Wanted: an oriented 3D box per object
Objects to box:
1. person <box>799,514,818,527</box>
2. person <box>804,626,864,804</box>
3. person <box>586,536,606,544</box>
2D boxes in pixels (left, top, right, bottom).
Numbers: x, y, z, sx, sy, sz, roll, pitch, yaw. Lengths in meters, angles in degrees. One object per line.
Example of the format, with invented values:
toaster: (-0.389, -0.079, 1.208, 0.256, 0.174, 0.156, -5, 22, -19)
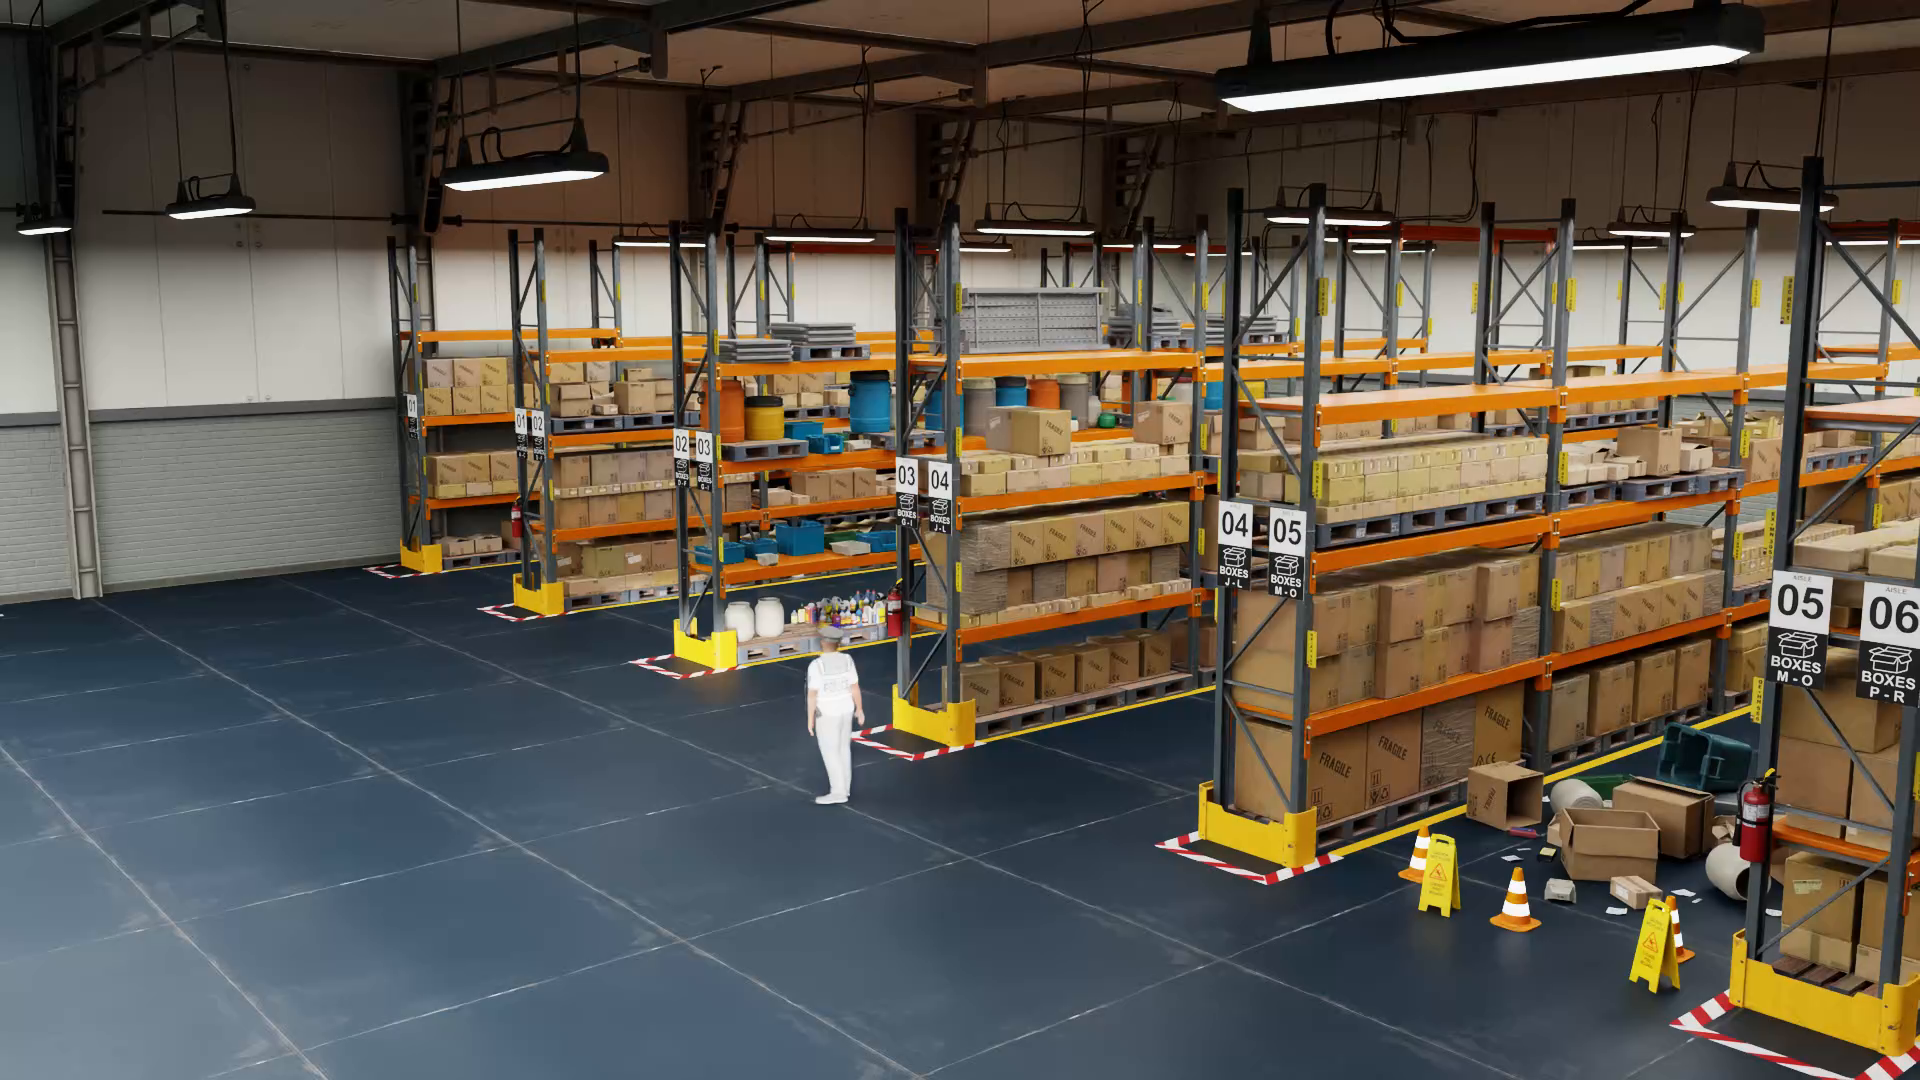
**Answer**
person: (-2.859, -0.529, 32.174, 0.648, 1.587, 0.541, -6, 11, -36)
person: (-1.286, 1.743, 16.677, 0.466, 1.766, 0.630, 6, 11, 35)
person: (-6.366, -0.068, 28.958, 0.389, 1.607, 0.445, 4, 10, 25)
